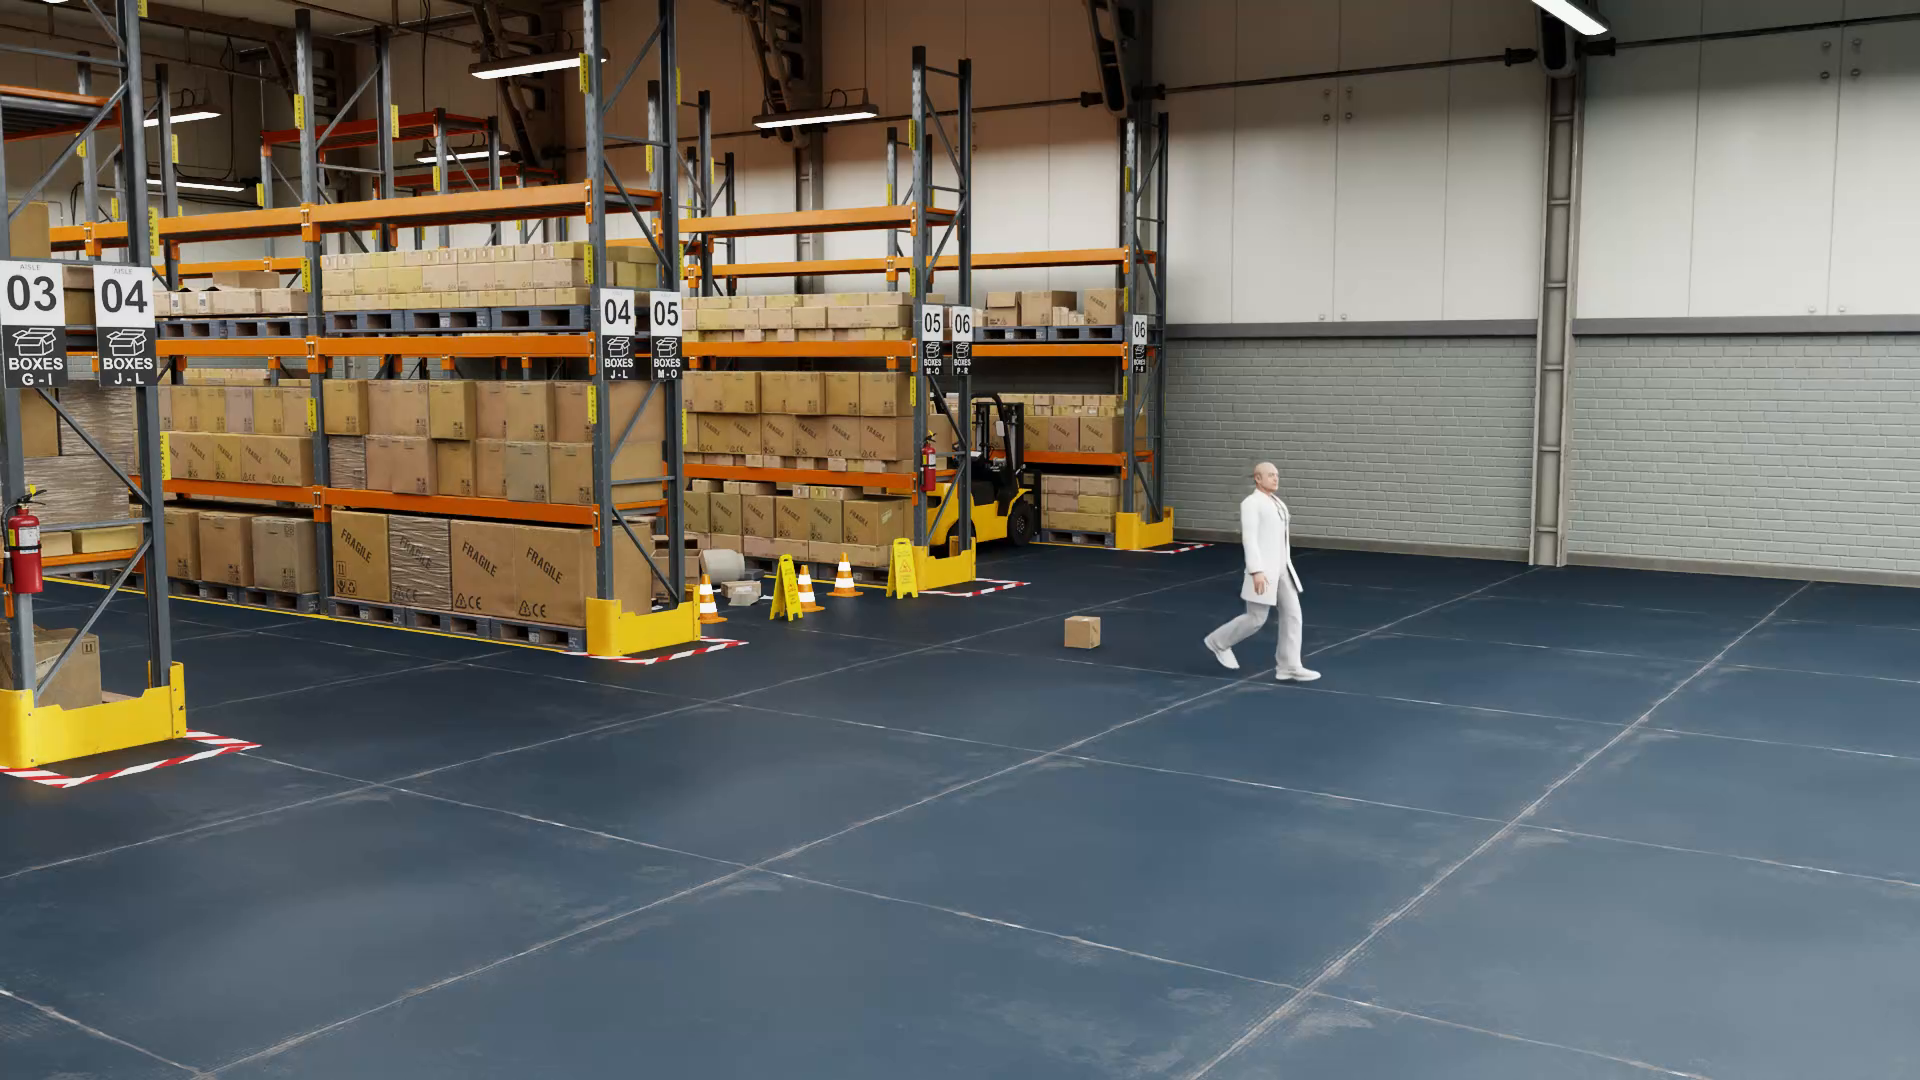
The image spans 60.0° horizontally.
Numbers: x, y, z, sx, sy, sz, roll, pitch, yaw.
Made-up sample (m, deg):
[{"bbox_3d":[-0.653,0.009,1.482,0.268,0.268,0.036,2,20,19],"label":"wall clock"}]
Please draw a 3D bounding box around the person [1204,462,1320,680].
[{"bbox_3d":[2.435,0.247,13.419,0.985,1.746,0.612,6,8,42],"label":"person"}]
